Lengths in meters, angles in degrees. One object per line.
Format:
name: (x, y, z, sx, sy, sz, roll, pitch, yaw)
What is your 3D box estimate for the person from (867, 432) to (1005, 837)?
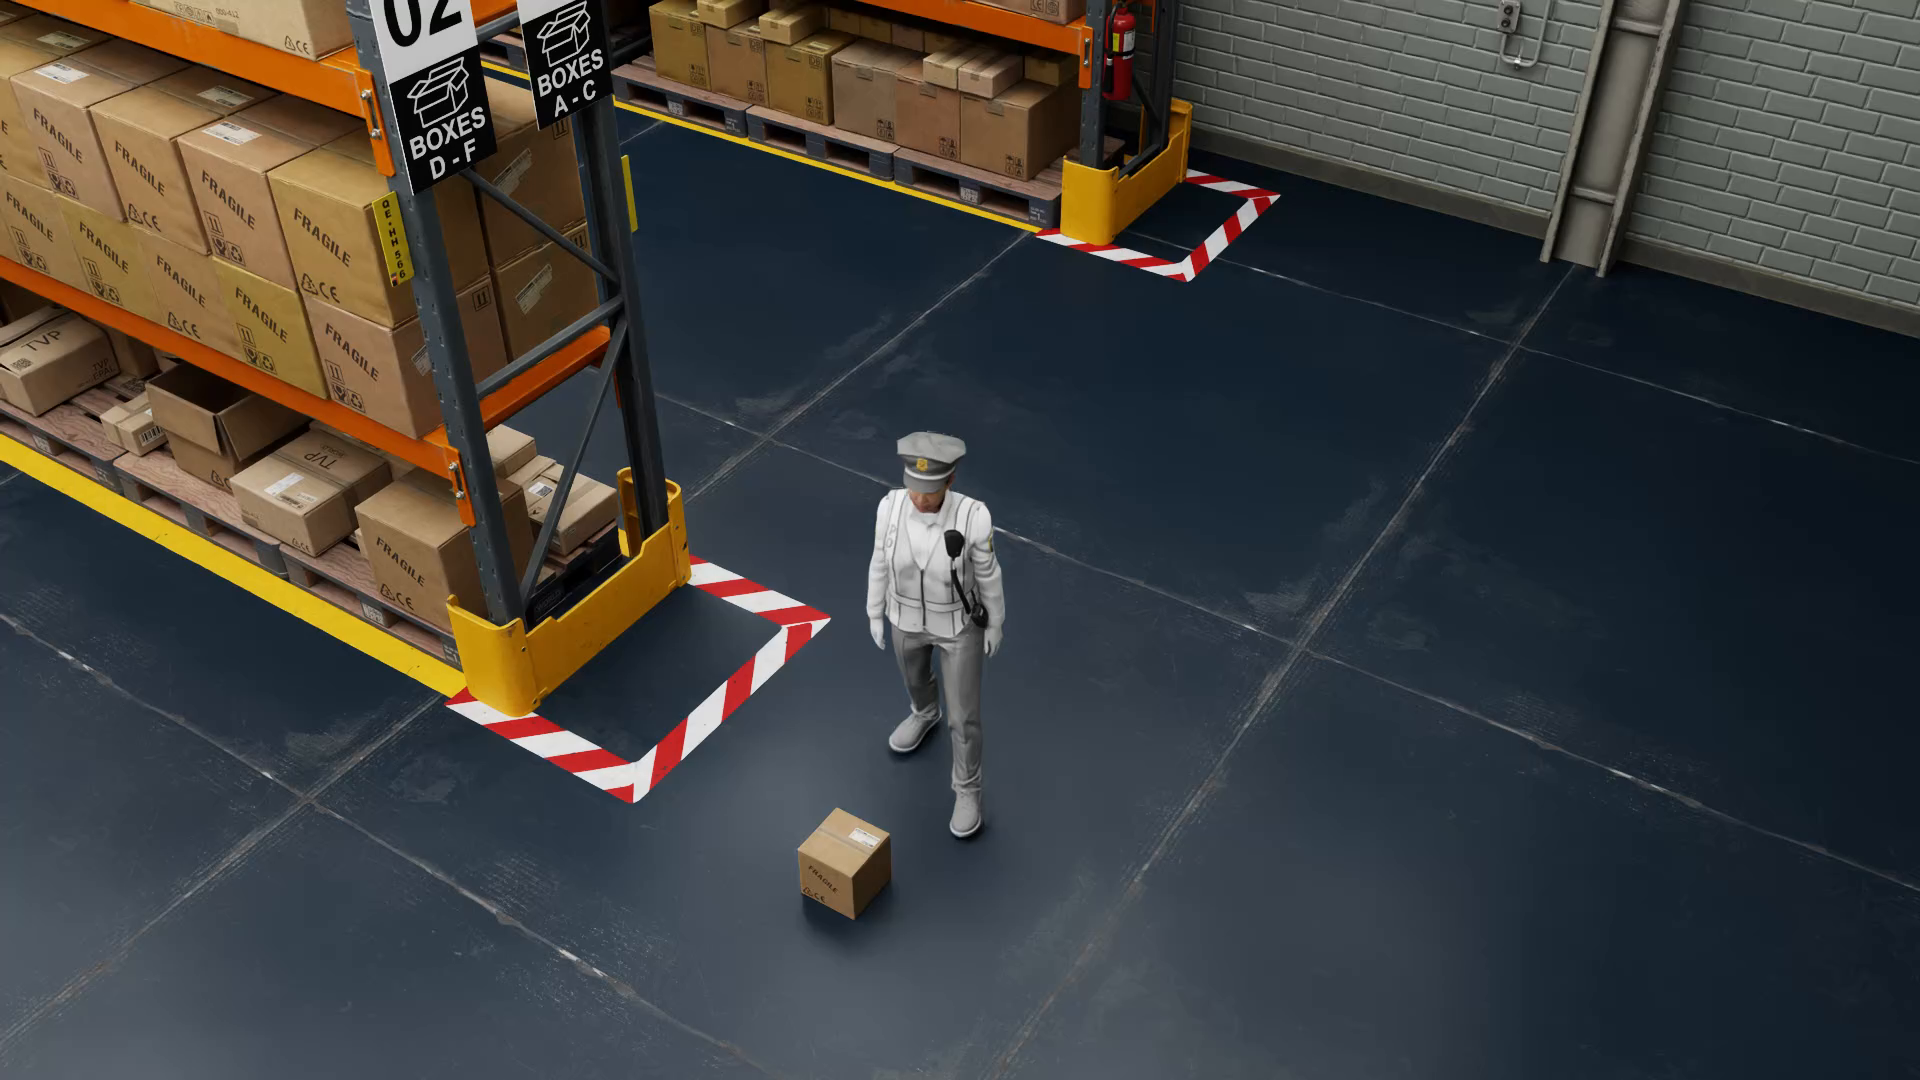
person: (-0.100, 0.301, 6.265, 0.522, 1.664, 0.639, 10, 40, 13)
